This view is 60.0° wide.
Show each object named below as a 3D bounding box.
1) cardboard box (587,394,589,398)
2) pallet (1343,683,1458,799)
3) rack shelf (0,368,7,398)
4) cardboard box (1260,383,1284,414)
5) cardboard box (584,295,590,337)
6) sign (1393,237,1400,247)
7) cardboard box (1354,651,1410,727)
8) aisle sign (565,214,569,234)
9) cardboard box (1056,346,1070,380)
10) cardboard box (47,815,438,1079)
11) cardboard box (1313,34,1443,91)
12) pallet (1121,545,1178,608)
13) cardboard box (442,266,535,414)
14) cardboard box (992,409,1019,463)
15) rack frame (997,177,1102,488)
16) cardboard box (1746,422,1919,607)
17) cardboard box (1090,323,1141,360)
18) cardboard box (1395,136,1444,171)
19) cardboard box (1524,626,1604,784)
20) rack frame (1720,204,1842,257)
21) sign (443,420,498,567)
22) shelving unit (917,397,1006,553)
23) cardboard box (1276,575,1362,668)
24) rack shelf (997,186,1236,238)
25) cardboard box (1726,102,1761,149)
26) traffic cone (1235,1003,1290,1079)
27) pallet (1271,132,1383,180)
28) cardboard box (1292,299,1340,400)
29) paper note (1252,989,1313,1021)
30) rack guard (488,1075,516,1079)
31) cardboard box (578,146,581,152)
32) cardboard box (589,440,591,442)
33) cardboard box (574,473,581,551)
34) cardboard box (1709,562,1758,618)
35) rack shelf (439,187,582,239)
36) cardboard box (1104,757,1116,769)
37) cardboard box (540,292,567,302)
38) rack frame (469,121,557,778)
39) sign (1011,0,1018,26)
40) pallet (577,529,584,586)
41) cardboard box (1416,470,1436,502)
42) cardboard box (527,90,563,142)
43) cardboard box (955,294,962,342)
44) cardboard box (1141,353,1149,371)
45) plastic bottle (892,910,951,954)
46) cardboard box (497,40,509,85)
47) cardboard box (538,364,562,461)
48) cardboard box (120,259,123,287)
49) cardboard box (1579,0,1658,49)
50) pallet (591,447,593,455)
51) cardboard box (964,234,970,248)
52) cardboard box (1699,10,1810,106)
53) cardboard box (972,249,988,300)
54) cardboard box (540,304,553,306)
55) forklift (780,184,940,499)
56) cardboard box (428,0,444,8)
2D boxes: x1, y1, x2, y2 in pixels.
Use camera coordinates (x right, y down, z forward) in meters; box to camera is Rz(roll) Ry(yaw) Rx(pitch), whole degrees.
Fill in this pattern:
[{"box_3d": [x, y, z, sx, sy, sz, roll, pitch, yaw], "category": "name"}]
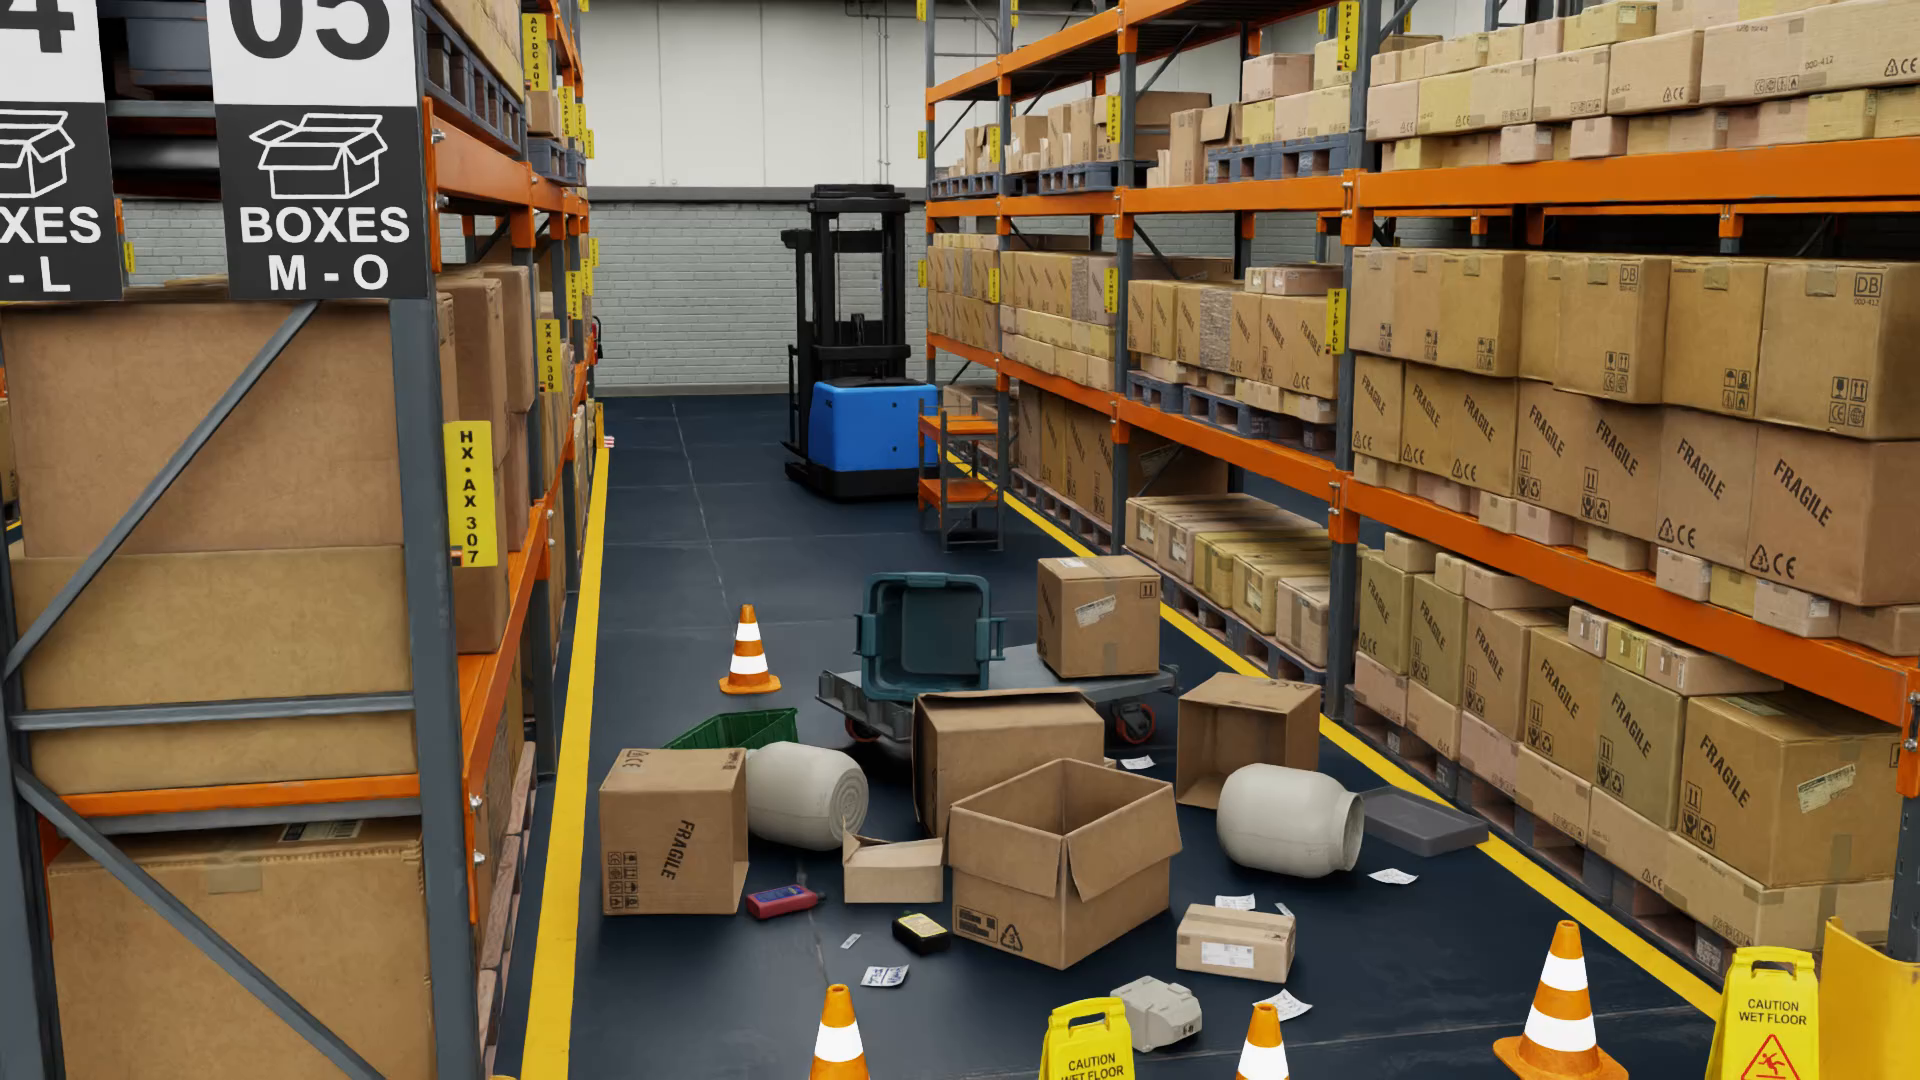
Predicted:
[{"box_3d": [-4.388, -1.562, 18.794, 0.380, 0.149, 0.250, -2, 11, -10], "category": "cardboard box"}, {"box_3d": [2.596, 0.942, 8.184, 1.003, 0.211, 1.213, -2, 11, -11], "category": "pallet"}, {"box_3d": [-8.457, -0.937, 12.519, 1.077, 0.370, 4.000, -2, 11, -11], "category": "rack shelf"}, {"box_3d": [1.940, -0.812, 9.490, 0.380, 0.149, 0.250, -2, 11, -12], "category": "cardboard box"}, {"box_3d": [-3.977, -2.298, 16.685, 0.500, 0.500, 0.500, -2, 11, -12], "category": "cardboard box"}, {"box_3d": [5.513, -3.673, 21.028, 0.100, 0.325, 0.005, -2, 11, -11], "category": "sign"}, {"box_3d": [2.280, 0.713, 8.161, 0.500, 0.250, 0.500, -3, 11, -14], "category": "cardboard box"}, {"box_3d": [-4.459, -3.854, 18.968, 0.394, 0.787, 0.004, -2, 11, -11], "category": "aisle sign"}, {"box_3d": [1.102, -1.479, 13.847, 0.500, 0.250, 0.500, -2, 11, -12], "category": "cardboard box"}, {"box_3d": [-1.824, 1.098, 4.466, 0.875, 0.875, 0.875, -2, 11, -11], "category": "cardboard box"}, {"box_3d": [2.193, -2.503, 8.745, 0.500, 0.250, 0.500, -2, 11, -10], "category": "cardboard box"}, {"box_3d": [1.803, 0.230, 11.925, 1.003, 0.211, 1.213, -2, 11, -11], "category": "pallet"}, {"box_3d": [-2.146, -0.790, 6.535, 0.875, 0.550, 0.550, -2, 11, -11], "category": "cardboard box"}, {"box_3d": [0.858, -1.084, 17.098, 0.875, 0.438, 0.875, -2, 11, -12], "category": "cardboard box"}, {"box_3d": [0.874, -2.017, 16.272, 1.000, 3.000, 0.127, -2, 11, -11], "category": "rack frame"}, {"box_3d": [2.832, -0.101, 5.142, 0.500, 0.500, 0.500, -2, 11, -12], "category": "cardboard box"}, {"box_3d": [1.309, -1.535, 12.803, 0.500, 0.250, 0.500, -2, 11, -11], "category": "cardboard box"}, {"box_3d": [2.244, -1.784, 7.696, 0.380, 0.149, 0.250, -2, 11, -11], "category": "cardboard box"}, {"box_3d": [2.601, 0.634, 6.569, 0.500, 0.500, 0.500, -2, 11, -12], "category": "cardboard box"}, {"box_3d": [6.521, -1.465, 13.370, 1.000, 3.000, 0.127, -2, 11, -11], "category": "rack frame"}, {"box_3d": [-1.082, -0.101, 3.678, 0.100, 0.325, 0.005, -2, 11, -11], "category": "sign"}, {"box_3d": [-0.001, -0.554, 13.598, 0.538, 1.125, 1.048, -2, 11, -11], "category": "shelving unit"}, {"box_3d": [2.326, 0.439, 9.275, 0.950, 0.372, 0.625, -2, 11, -10], "category": "cardboard box"}, {"box_3d": [1.263, -2.771, 14.132, 1.077, 0.370, 4.000, -2, 11, -11], "category": "rack shelf"}, {"box_3d": [2.782, -1.365, 5.495, 0.380, 0.149, 0.250, -2, 11, -11], "category": "cardboard box"}, {"box_3d": [0.837, 1.501, 4.574, 0.336, 0.463, 0.334, -2, 11, -11], "category": "traffic cone"}, {"box_3d": [2.415, -2.048, 8.916, 1.213, 0.211, 1.003, -2, 11, -11], "category": "pallet"}, {"box_3d": [2.115, -1.028, 8.888, 0.500, 0.500, 0.500, -2, 11, -12], "category": "cardboard box"}, {"box_3d": [1.072, 1.541, 5.517, 0.148, 0.019, 0.142, -6, 13, -31], "category": "paper note"}, {"box_3d": [-1.623, 1.615, 3.876, 1.175, 0.500, 0.348, -2, 11, -11], "category": "rack guard"}, {"box_3d": [-3.996, -3.745, 16.394, 0.500, 0.250, 0.500, -2, 11, -10], "category": "cardboard box"}, {"box_3d": [-4.111, -1.034, 17.608, 0.380, 0.149, 0.250, -2, 11, -10], "category": "cardboard box"}, {"box_3d": [-3.071, -0.202, 12.300, 0.500, 0.500, 0.500, -3, 11, -13], "category": "cardboard box"}, {"box_3d": [2.739, 0.156, 5.526, 0.380, 0.149, 0.250, -2, 11, -12], "category": "cardboard box"}, {"box_3d": [-3.572, -2.572, 13.089, 1.077, 0.370, 4.000, -2, 11, -11], "category": "rack shelf"}, {"box_3d": [0.483, 1.021, 7.624, 0.396, 0.266, 0.258, 9, 14, 38], "category": "cardboard box"}, {"box_3d": [-3.692, -2.127, 14.808, 0.380, 0.149, 0.250, -2, 11, -8], "category": "cardboard box"}, {"box_3d": [-2.406, -0.351, 7.520, 1.000, 3.000, 0.127, -2, 11, -11], "category": "rack frame"}, {"box_3d": [0.631, -6.213, 19.561, 0.100, 0.325, 0.005, -2, 11, -11], "category": "sign"}, {"box_3d": [-3.334, 0.141, 12.389, 1.003, 0.211, 1.213, -2, 11, -11], "category": "pallet"}, {"box_3d": [2.359, -0.265, 7.738, 0.380, 0.149, 0.250, -2, 11, -11], "category": "cardboard box"}, {"box_3d": [-2.686, -2.589, 10.104, 0.500, 0.311, 0.500, -2, 11, -11], "category": "cardboard box"}, {"box_3d": [0.229, -2.424, 18.145, 0.500, 0.500, 0.500, -2, 11, -9], "category": "cardboard box"}, {"box_3d": [1.533, -1.300, 12.053, 0.380, 0.149, 0.250, -3, 11, -14], "category": "cardboard box"}, {"box_3d": [-0.158, 1.422, 6.064, 0.133, 0.061, 0.283, -6, 13, -31], "category": "plastic bottle"}, {"box_3d": [-1.823, -1.716, 5.946, 0.380, 0.149, 0.250, -2, 11, -10], "category": "cardboard box"}, {"box_3d": [-2.437, -0.691, 9.038, 0.500, 0.500, 0.500, -2, 11, -11], "category": "cardboard box"}, {"box_3d": [-9.272, -2.751, 17.730, 0.500, 0.500, 0.500, -2, 11, -10], "category": "cardboard box"}, {"box_3d": [2.522, -1.889, 6.118, 0.380, 0.149, 0.250, -2, 11, -10], "category": "cardboard box"}, {"box_3d": [-4.601, -1.018, 18.481, 1.003, 0.211, 1.213, -2, 11, -11], "category": "pallet"}, {"box_3d": [0.253, -3.202, 17.823, 0.380, 0.149, 0.250, -2, 11, -11], "category": "cardboard box"}, {"box_3d": [2.761, -1.539, 5.344, 0.500, 0.250, 0.500, -2, 11, -12], "category": "cardboard box"}, {"box_3d": [0.421, -2.727, 17.062, 0.500, 0.500, 0.500, -2, 11, -12], "category": "cardboard box"}, {"box_3d": [-3.233, -1.695, 12.537, 0.380, 0.149, 0.250, -3, 11, -13], "category": "cardboard box"}, {"box_3d": [-1.155, -2.062, 16.694, 1.130, 2.935, 3.031, -4, 11, -19], "category": "forklift"}, {"box_3d": [-1.380, -1.298, 3.752, 0.380, 0.149, 0.250, -2, 11, -11], "category": "cardboard box"}]
